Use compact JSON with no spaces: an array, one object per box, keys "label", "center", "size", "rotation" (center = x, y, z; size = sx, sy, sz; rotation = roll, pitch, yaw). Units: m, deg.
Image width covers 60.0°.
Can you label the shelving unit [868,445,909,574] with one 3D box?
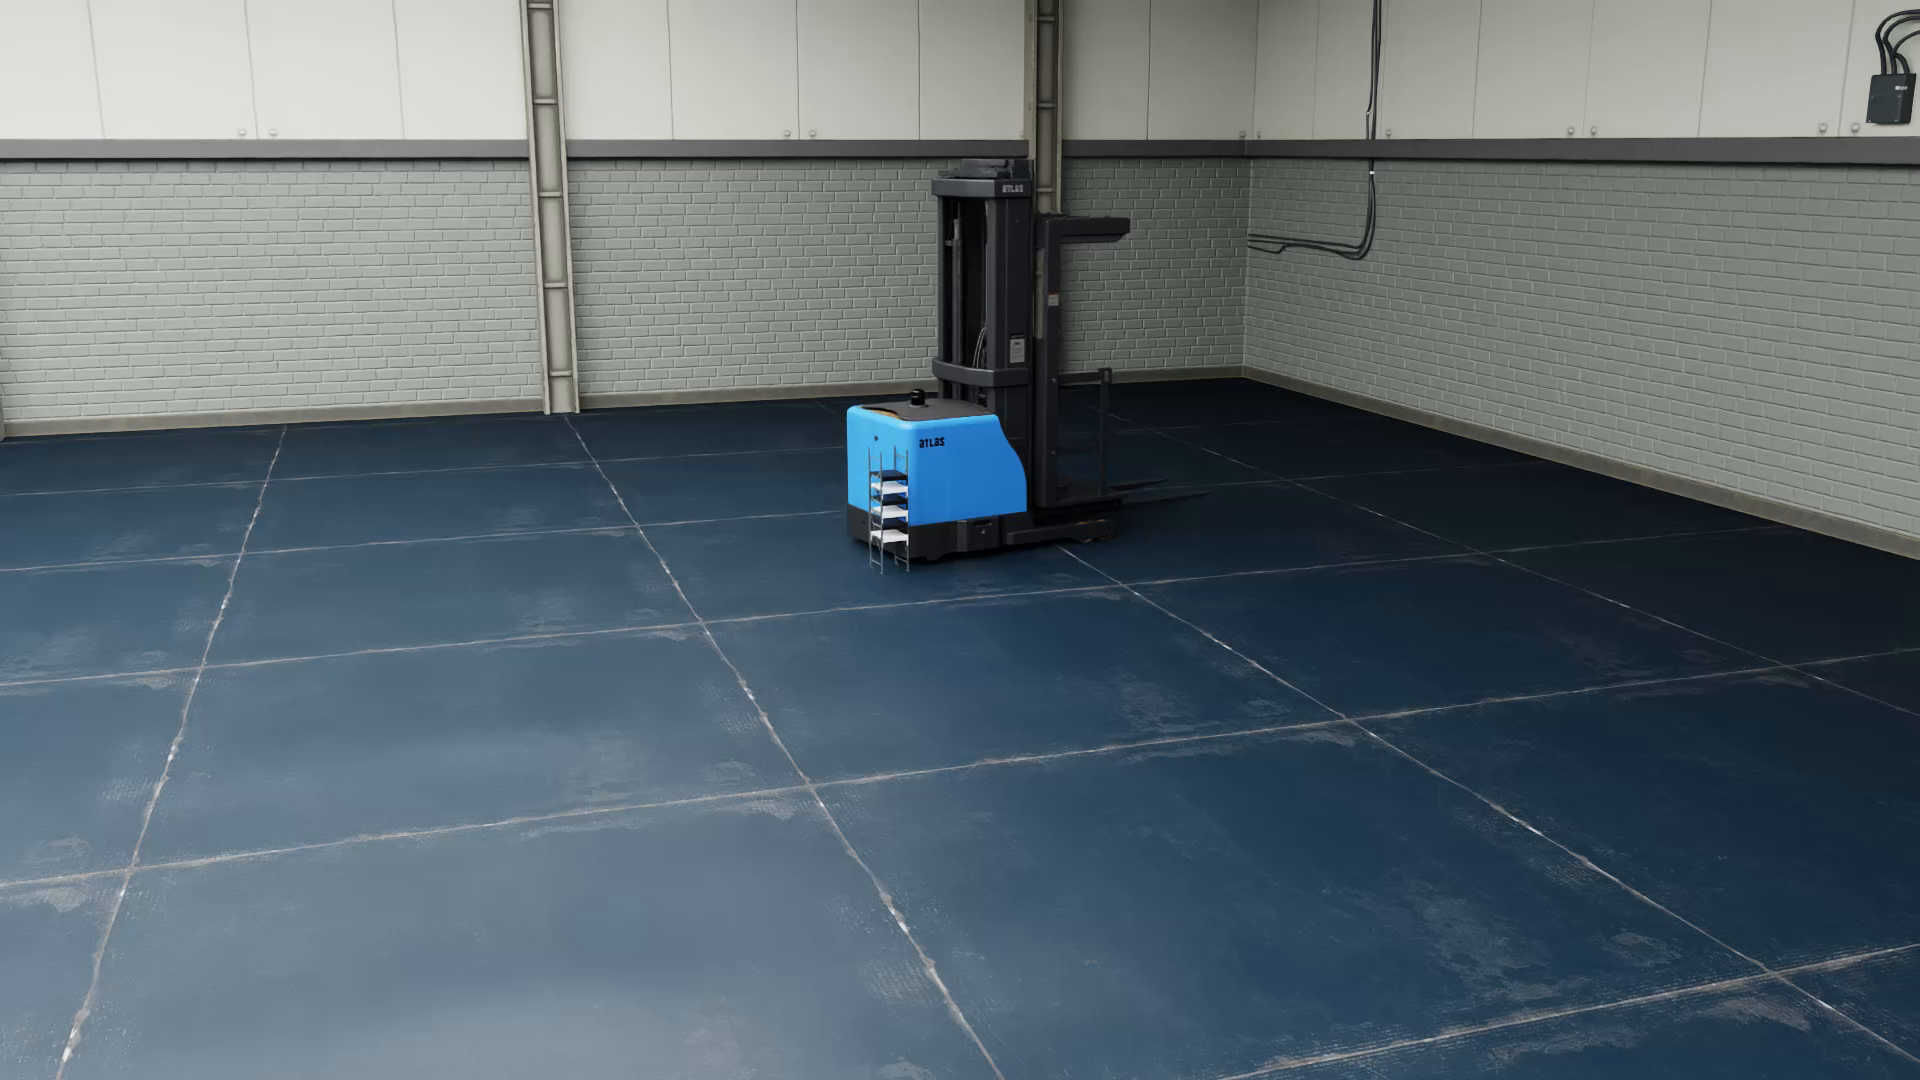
[{"label":"shelving unit","center":[-0.522,-0.223,12.136],"size":[0.210,0.900,0.258],"rotation":[-6,15,-25]}]

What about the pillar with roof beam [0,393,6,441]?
[{"label":"pillar with roof beam","center":[-8.977,-4.494,12.591],"size":[0.400,9.000,9.100],"rotation":[-4,14,-18]}]

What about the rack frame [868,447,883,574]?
[{"label":"rack frame","center":[-0.614,-0.213,12.093],"size":[0.006,0.900,0.240],"rotation":[-6,15,-25]}]

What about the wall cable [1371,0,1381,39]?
[{"label":"wall cable","center":[5.100,-6.605,17.259],"size":[0.112,2.526,3.097],"rotation":[-4,14,-18]}]

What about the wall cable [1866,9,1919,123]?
[{"label":"wall cable","center":[7.250,-5.823,10.827],"size":[0.169,6.003,2.305],"rotation":[-4,14,-18]}]

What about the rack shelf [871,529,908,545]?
[{"label":"rack shelf","center":[-0.522,-0.016,12.185],"size":[0.200,0.077,0.258],"rotation":[-6,15,-25]}]

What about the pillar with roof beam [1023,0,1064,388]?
[{"label":"pillar with roof beam","center":[2.396,-5.380,16.315],"size":[0.400,9.000,9.100],"rotation":[-4,14,-18]}]

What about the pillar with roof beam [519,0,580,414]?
[{"label":"pillar with roof beam","center":[-3.291,-4.937,14.453],"size":[0.400,9.000,9.100],"rotation":[-4,14,-18]}]

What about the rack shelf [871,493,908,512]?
[{"label":"rack shelf","center":[-0.522,-0.278,12.123],"size":[0.200,0.077,0.258],"rotation":[-6,15,-25]}]

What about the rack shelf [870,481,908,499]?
[{"label":"rack shelf","center":[-0.522,-0.366,12.102],"size":[0.200,0.077,0.258],"rotation":[-6,15,-25]}]

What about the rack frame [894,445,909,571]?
[{"label":"rack frame","center":[-0.431,-0.233,12.179],"size":[0.006,0.900,0.240],"rotation":[-6,15,-25]}]

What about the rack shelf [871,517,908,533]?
[{"label":"rack shelf","center":[-0.522,-0.103,12.164],"size":[0.200,0.077,0.258],"rotation":[-6,15,-25]}]

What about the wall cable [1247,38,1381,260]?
[{"label":"wall cable","center":[4.237,-4.741,20.338],"size":[0.112,2.526,3.097],"rotation":[-4,14,-18]}]

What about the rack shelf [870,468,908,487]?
[{"label":"rack shelf","center":[-0.522,-0.453,12.081],"size":[0.200,0.077,0.258],"rotation":[-6,15,-25]}]

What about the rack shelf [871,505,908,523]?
[{"label":"rack shelf","center":[-0.522,-0.191,12.144],"size":[0.200,0.077,0.258],"rotation":[-6,15,-25]}]

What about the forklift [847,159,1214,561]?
[{"label":"forklift","center":[0.643,-1.498,13.107],"size":[3.031,2.935,1.130],"rotation":[-8,15,-30]}]
